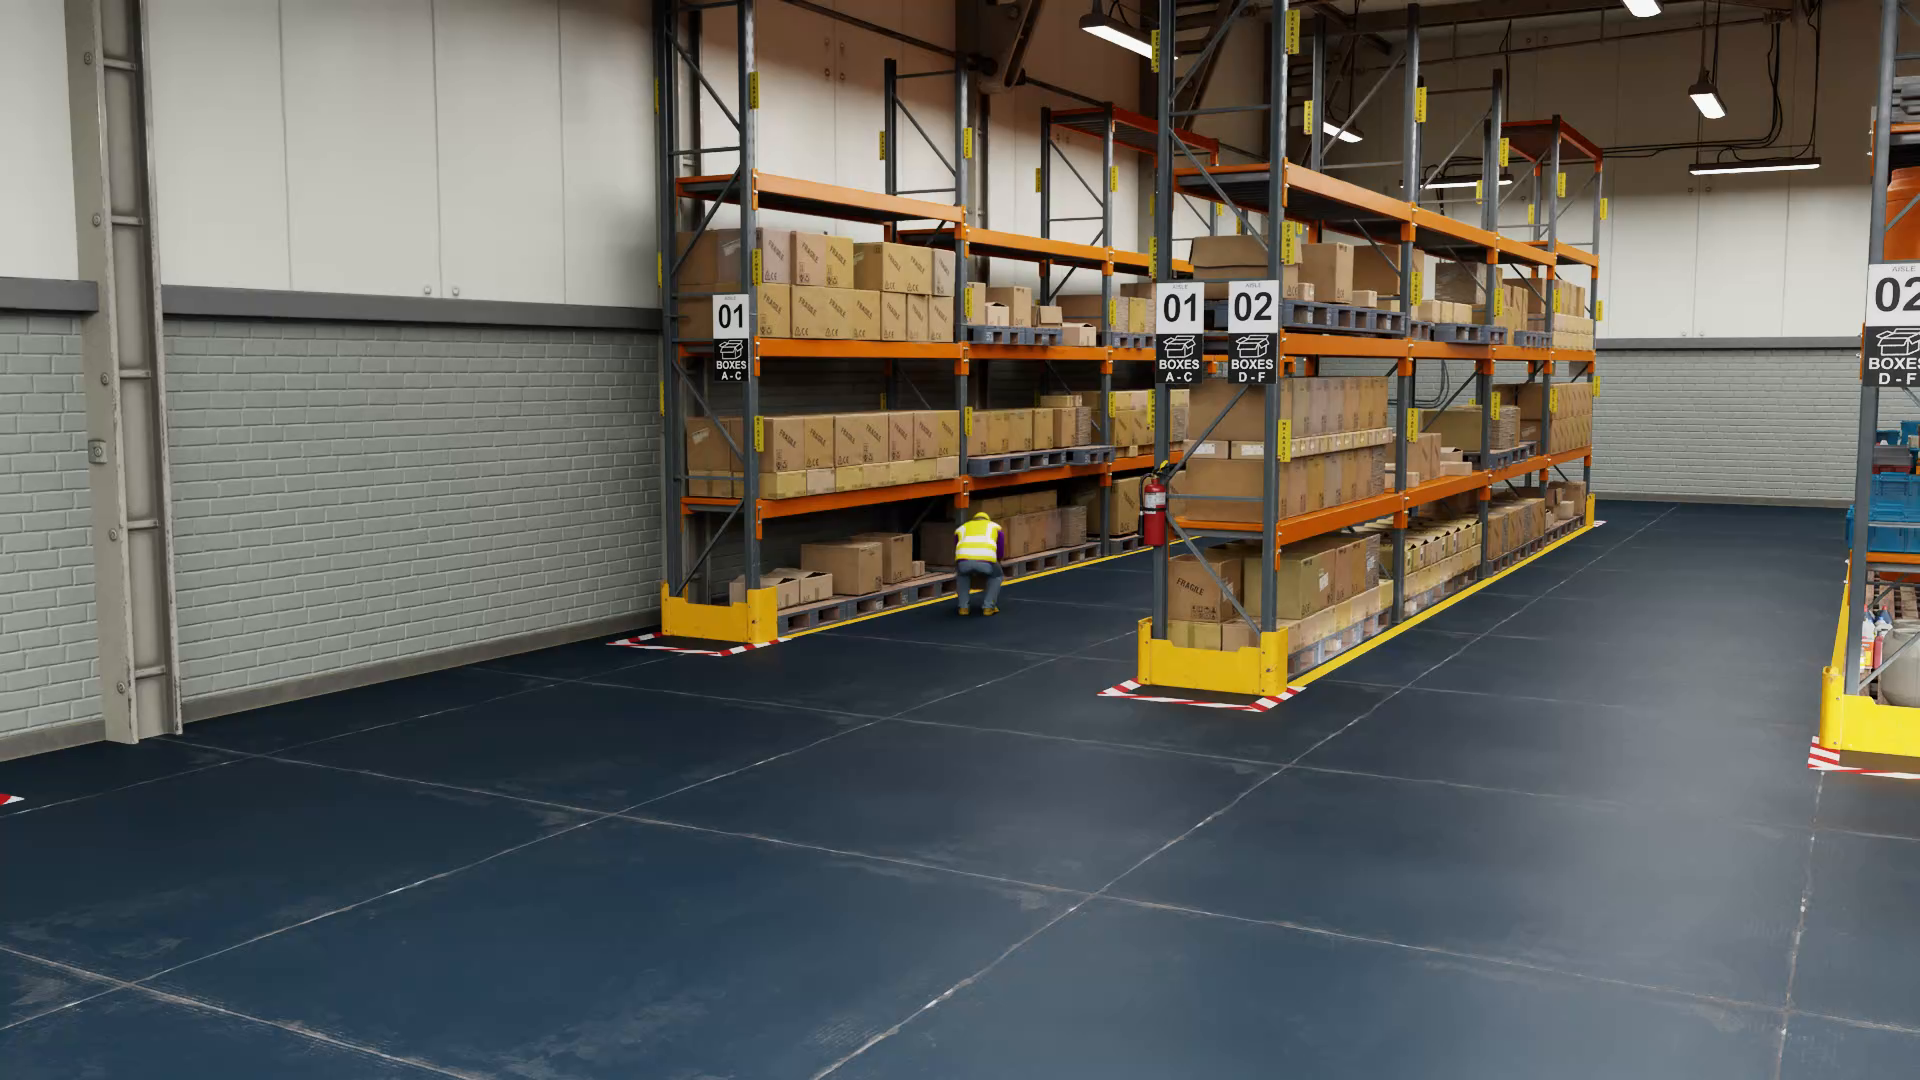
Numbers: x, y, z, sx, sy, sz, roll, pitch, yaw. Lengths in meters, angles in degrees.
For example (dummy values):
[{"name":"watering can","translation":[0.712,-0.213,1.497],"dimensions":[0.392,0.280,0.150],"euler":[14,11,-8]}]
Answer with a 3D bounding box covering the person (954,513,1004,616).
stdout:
[{"name":"person","translation":[0.184,0.247,17.336],"dimensions":[0.532,1.011,0.927],"euler":[1,6,10]}]
